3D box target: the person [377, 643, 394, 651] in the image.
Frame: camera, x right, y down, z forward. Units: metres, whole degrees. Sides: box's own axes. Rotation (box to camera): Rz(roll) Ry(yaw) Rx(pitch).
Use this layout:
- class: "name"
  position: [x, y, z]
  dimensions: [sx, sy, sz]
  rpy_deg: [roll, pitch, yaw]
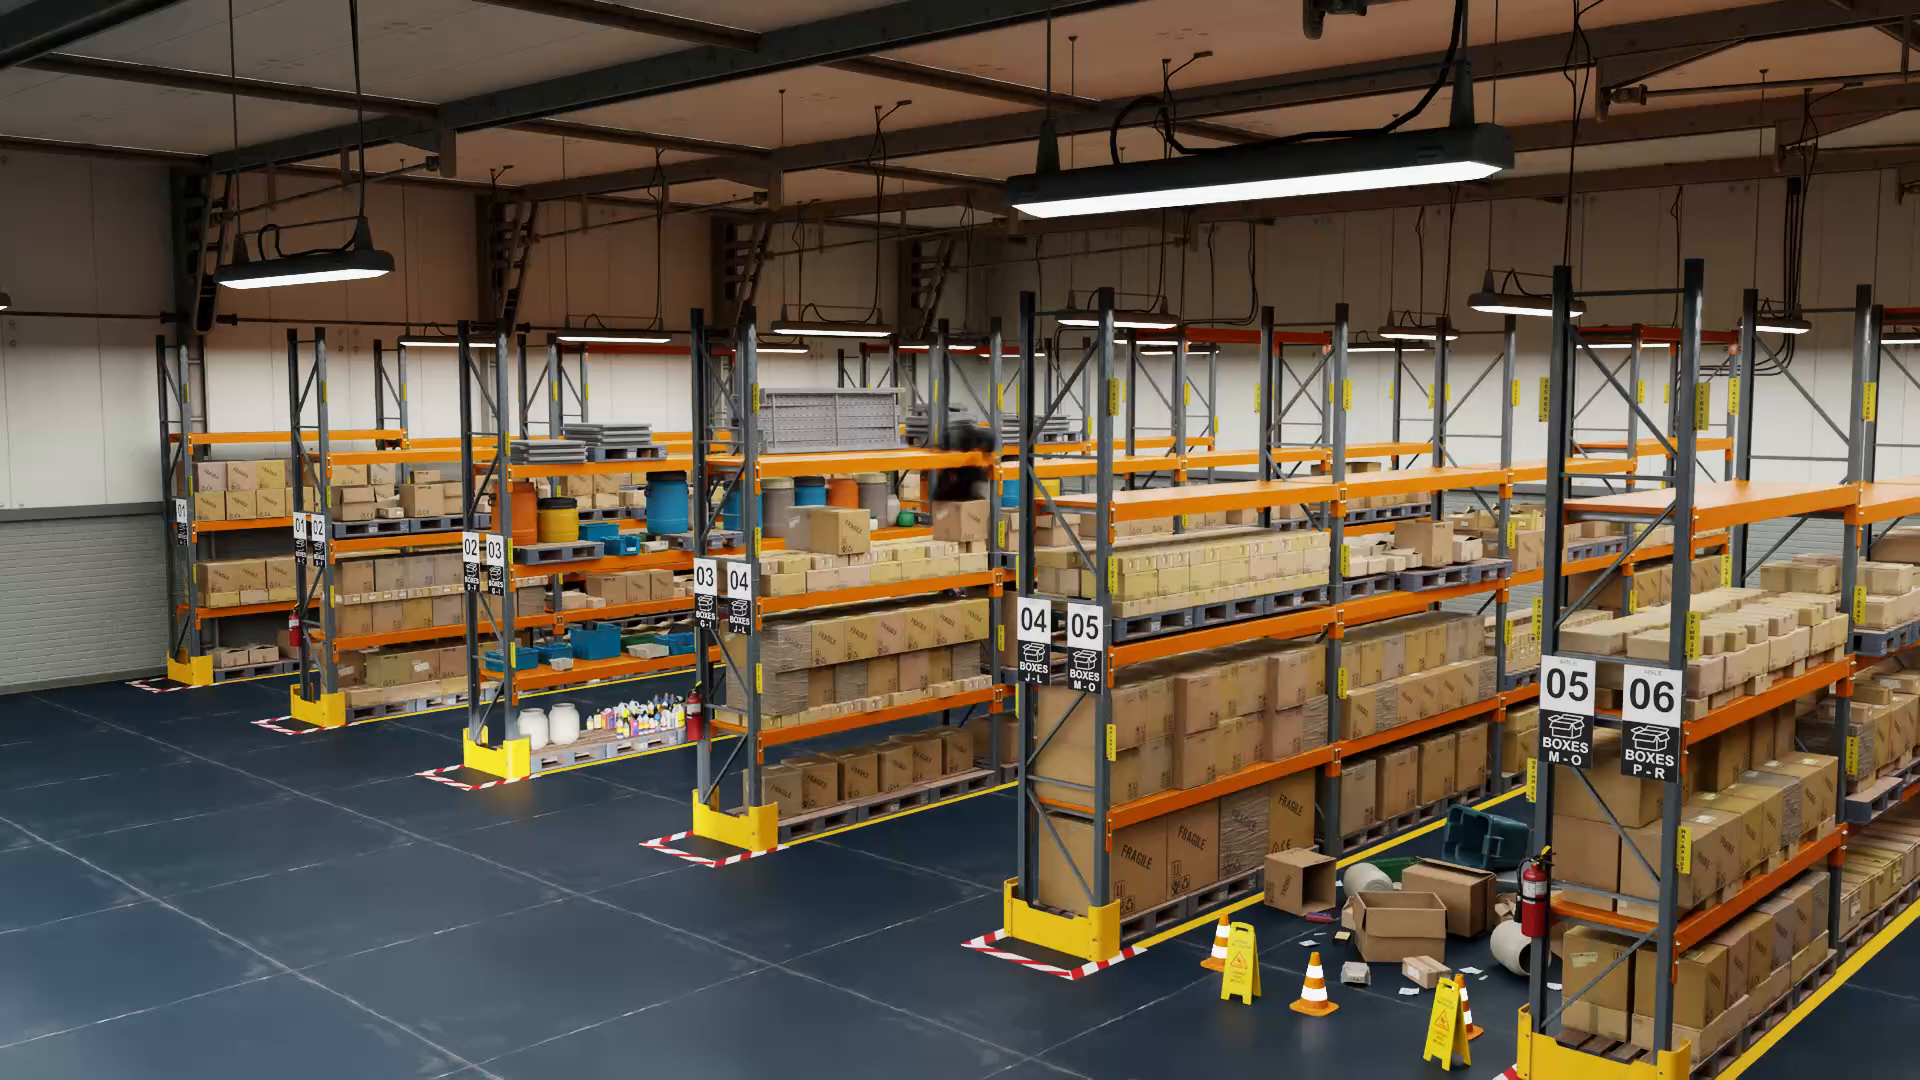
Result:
- class: "person"
  position: [-9.793, 1.720, 28.327]
  dimensions: [0.564, 1.604, 0.650]
  rpy_deg: [5, 7, 43]

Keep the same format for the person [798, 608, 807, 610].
- class: "person"
  position: [-2.567, 1.630, 28.578]
  dimensions: [0.596, 1.740, 0.720]
  rpy_deg: [4, 7, 38]
